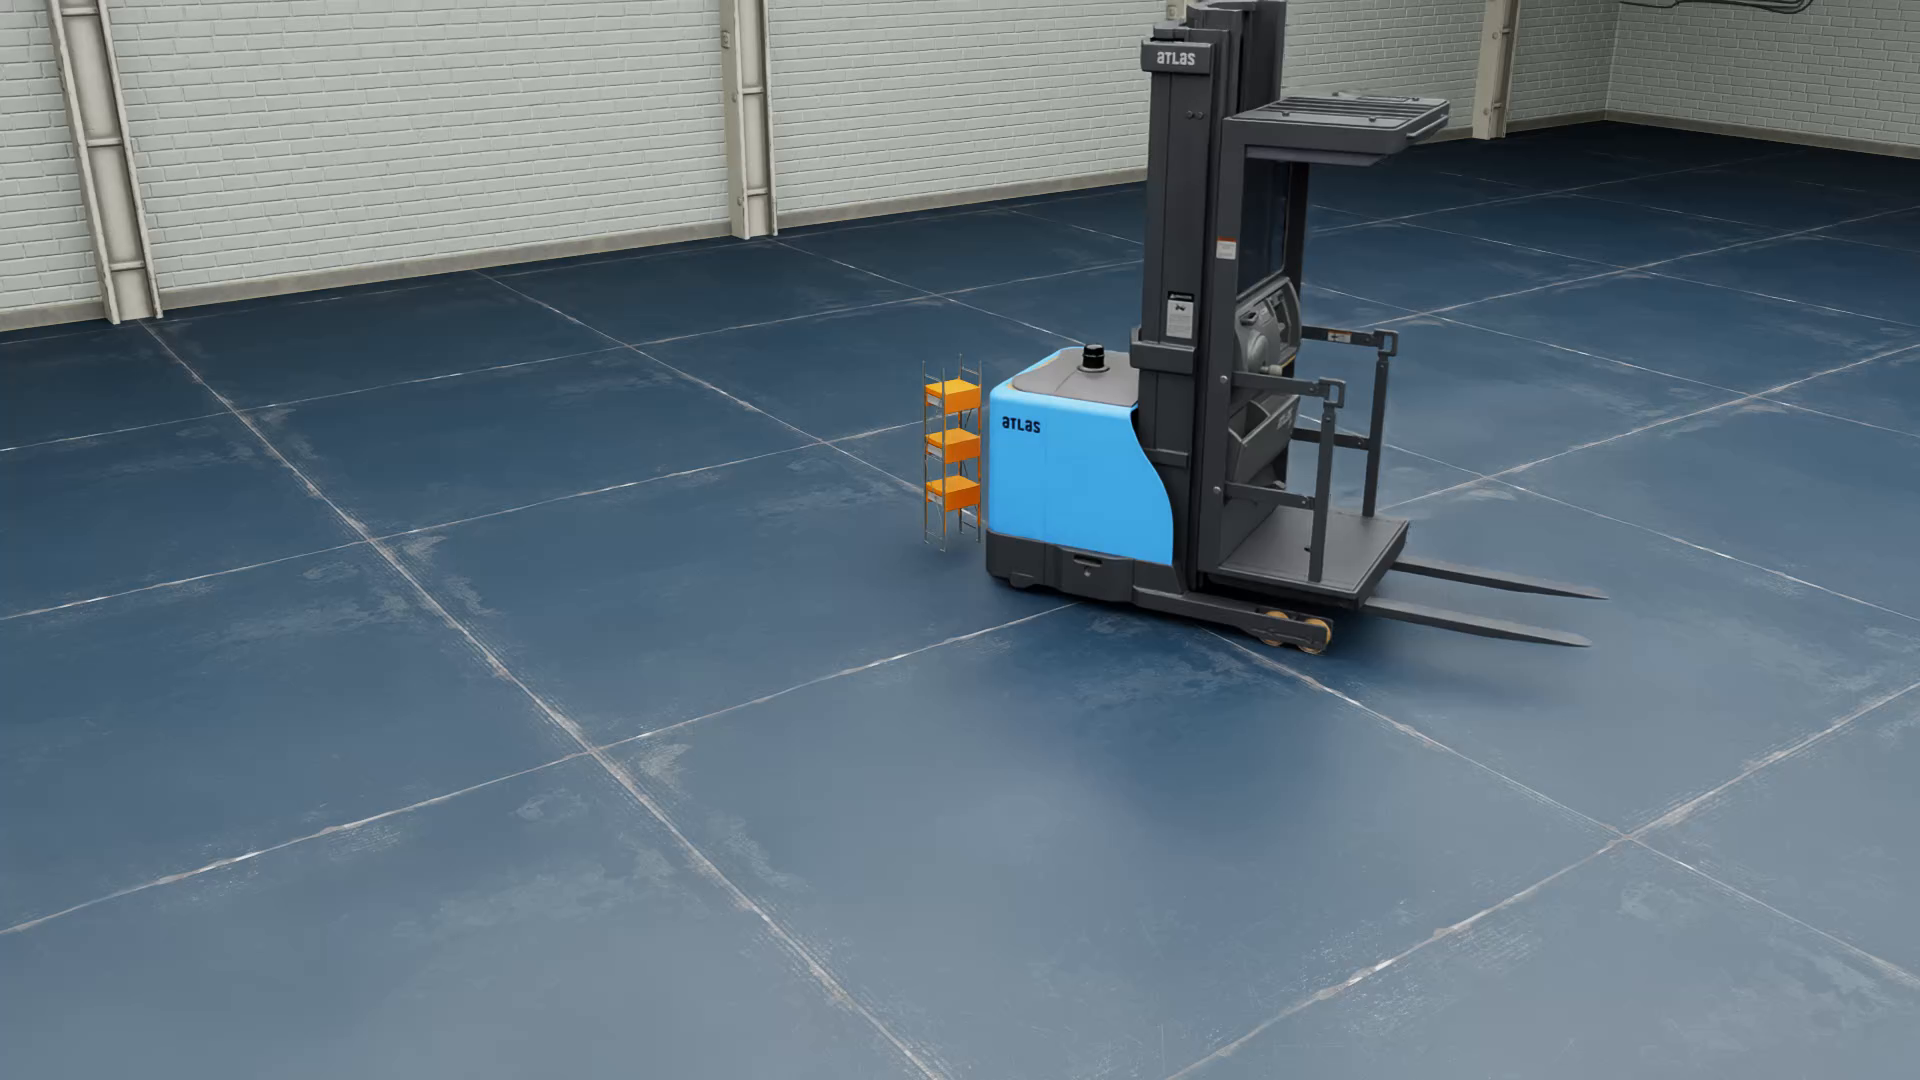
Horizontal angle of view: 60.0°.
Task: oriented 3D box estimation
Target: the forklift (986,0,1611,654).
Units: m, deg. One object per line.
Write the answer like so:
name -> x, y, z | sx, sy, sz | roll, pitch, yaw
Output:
forklift -> 1.685, -1.038, 8.043 | 3.031, 2.935, 1.130 | 11, 24, 25

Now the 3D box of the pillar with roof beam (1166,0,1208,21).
pillar with roof beam -> 5.233, -7.378, 15.744 | 0.400, 9.000, 9.100 | -15, 26, -33

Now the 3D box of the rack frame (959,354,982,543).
rack frame -> 0.056, -0.502, 9.239 | 0.008, 1.050, 0.200 | -15, 26, -33

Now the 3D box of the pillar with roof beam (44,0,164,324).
pillar with roof beam -> -4.508, -4.781, 9.235 | 0.400, 9.000, 9.100 | -15, 26, -33

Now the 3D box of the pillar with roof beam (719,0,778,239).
pillar with roof beam -> 0.362, -6.079, 12.490 | 0.400, 9.000, 9.100 | -15, 26, -33

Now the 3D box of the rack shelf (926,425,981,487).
rack shelf -> -0.043, -0.466, 9.177 | 0.240, 0.259, 0.215 | -15, 26, -33

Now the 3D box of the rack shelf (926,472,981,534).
rack shelf -> -0.043, -0.208, 9.280 | 0.240, 0.259, 0.215 | -15, 26, -33

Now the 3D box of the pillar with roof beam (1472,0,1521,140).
pillar with roof beam -> 10.103, -8.677, 18.999 | 0.400, 9.000, 9.100 | -15, 26, -33

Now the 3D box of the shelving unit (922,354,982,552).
shelving unit -> -0.043, -0.476, 9.173 | 0.252, 1.050, 0.215 | -15, 26, -33

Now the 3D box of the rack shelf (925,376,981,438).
rack shelf -> -0.043, -0.730, 9.072 | 0.240, 0.259, 0.215 | -15, 26, -33

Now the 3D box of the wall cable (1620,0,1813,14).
wall cable -> 10.752, -8.770, 23.421 | 0.112, 2.526, 3.097 | -15, 26, -33

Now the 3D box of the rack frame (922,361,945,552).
rack frame -> -0.142, -0.450, 9.107 | 0.008, 1.050, 0.200 | -15, 26, -33
